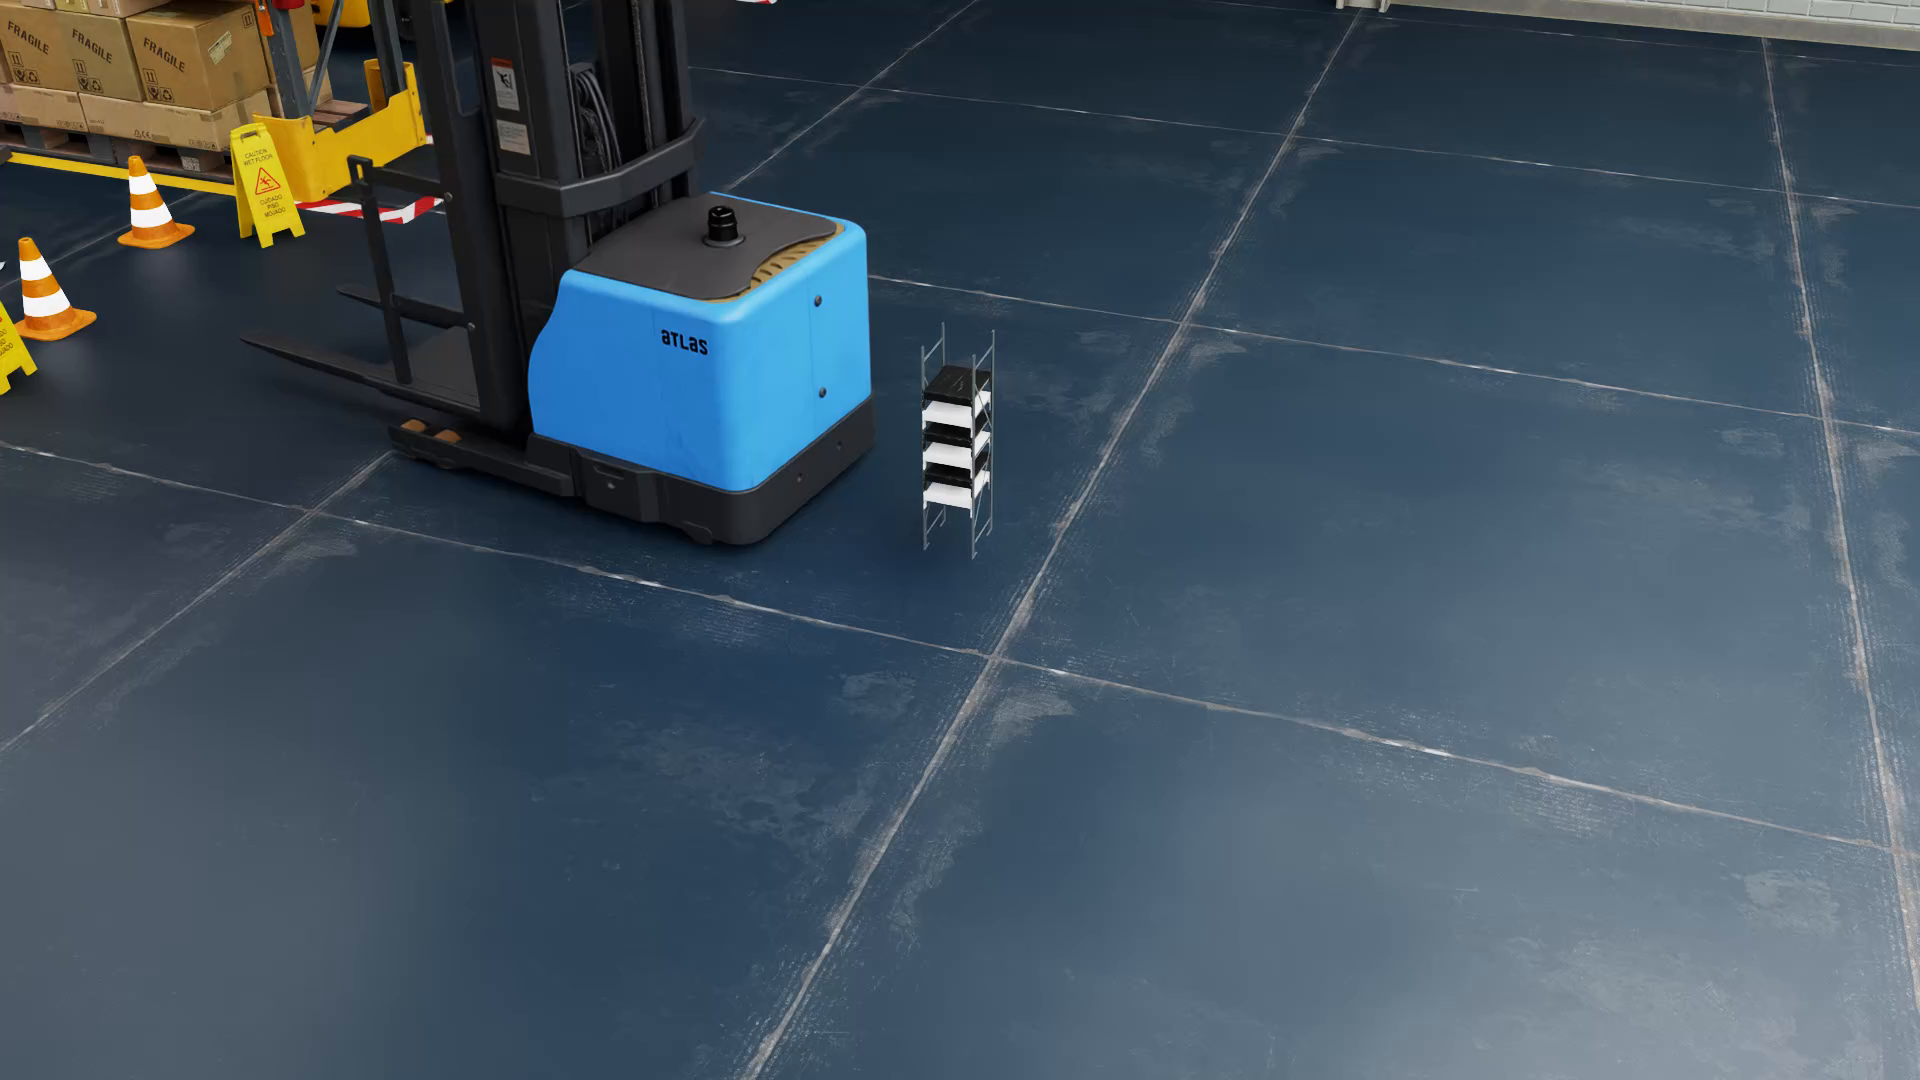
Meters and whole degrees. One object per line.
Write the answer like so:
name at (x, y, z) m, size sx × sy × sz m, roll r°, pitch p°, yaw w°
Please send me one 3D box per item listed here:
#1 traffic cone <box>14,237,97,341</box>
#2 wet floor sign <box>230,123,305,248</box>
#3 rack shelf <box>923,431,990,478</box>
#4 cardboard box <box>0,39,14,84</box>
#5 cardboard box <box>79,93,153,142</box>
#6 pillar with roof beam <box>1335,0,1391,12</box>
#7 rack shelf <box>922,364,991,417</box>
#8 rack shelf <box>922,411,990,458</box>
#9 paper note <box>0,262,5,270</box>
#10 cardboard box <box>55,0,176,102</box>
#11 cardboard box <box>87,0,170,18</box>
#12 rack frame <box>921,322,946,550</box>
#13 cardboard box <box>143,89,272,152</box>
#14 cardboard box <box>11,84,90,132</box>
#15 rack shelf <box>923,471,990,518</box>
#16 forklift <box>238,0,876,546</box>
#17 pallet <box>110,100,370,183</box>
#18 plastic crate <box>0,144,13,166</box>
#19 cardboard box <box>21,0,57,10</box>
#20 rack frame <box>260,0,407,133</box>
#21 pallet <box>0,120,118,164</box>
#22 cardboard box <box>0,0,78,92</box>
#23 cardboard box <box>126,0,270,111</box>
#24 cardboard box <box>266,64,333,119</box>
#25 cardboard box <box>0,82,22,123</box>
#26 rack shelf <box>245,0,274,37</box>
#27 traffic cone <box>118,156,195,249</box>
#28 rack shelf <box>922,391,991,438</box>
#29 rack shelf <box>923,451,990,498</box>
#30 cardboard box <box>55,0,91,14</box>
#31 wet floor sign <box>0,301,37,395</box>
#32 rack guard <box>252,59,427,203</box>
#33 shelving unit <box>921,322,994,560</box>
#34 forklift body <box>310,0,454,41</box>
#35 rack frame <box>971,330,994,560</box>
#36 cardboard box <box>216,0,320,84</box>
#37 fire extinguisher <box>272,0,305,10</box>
traffic cone at (-4.601, -1.287, 8.316) m, size 0.334 × 0.463 × 0.336 m, roll 11°, pitch 34°, yaw 16°
wet floor sign at (-3.889, -1.991, 9.239) m, size 0.232 × 0.644 × 0.267 m, roll 24°, pitch 40°, yaw 32°
rack shelf at (-0.008, -0.352, 6.526) m, size 0.200 × 0.077 × 0.258 m, roll 11°, pitch 34°, yaw 16°
cardboard box at (-6.013, -3.196, 10.391) m, size 0.500 × 0.500 × 0.500 m, roll 13°, pitch 35°, yaw 19°
cardboard box at (-5.044, -2.692, 10.302) m, size 0.500 × 0.250 × 0.500 m, roll 11°, pitch 34°, yaw 17°
pillar with roof beam at (1.809, -5.908, 7.605) m, size 0.400 × 9.000 × 9.100 m, roll 11°, pitch 34°, yaw 16°
rack shelf at (-0.008, -0.578, 6.380) m, size 0.200 × 0.077 × 0.258 m, roll 11°, pitch 34°, yaw 16°
rack shelf at (-0.008, -0.427, 6.477) m, size 0.200 × 0.077 × 0.258 m, roll 11°, pitch 34°, yaw 16°
paper note at (-5.268, -1.471, 9.000) m, size 0.142 × 0.019 × 0.148 m, roll 0°, pitch 33°, yaw 0°
cardboard box at (-5.042, -3.005, 10.095) m, size 0.500 × 0.500 × 0.500 m, roll 12°, pitch 35°, yaw 18°
cardboard box at (-4.917, -3.217, 9.825) m, size 0.250 × 0.149 × 0.380 m, roll 12°, pitch 35°, yaw 18°
rack frame at (-0.103, -0.398, 6.537) m, size 0.006 × 0.900 × 0.240 m, roll 11°, pitch 34°, yaw 16°
cardboard box at (-4.581, -2.598, 10.156) m, size 0.500 × 0.250 × 0.500 m, roll 11°, pitch 34°, yaw 16°
cardboard box at (-5.538, -2.785, 10.446) m, size 0.500 × 0.250 × 0.500 m, roll 10°, pitch 34°, yaw 15°
rack shelf at (-0.008, -0.200, 6.624) m, size 0.200 × 0.077 × 0.258 m, roll 11°, pitch 34°, yaw 16°
forklift at (-1.911, -1.772, 6.793) m, size 3.031 × 2.935 × 1.130 m, roll 16°, pitch 36°, yaw 24°
pallet at (-4.531, -2.571, 10.537) m, size 1.213 × 0.211 × 1.003 m, roll 11°, pitch 34°, yaw 16°
plastic crate at (-6.271, -2.361, 10.333) m, size 0.583 × 0.080 × 0.402 m, roll 0°, pitch 33°, yaw 0°
cardboard box at (-5.400, -3.313, 9.975) m, size 0.250 × 0.149 × 0.380 m, roll 12°, pitch 35°, yaw 19°
rack frame at (-3.707, -3.561, 9.501) m, size 0.127 × 3.000 × 1.000 m, roll 11°, pitch 34°, yaw 16°
pallet at (-5.676, -2.795, 10.884) m, size 1.213 × 0.211 × 1.003 m, roll 11°, pitch 34°, yaw 16°
cardboard box at (-5.514, -3.101, 10.244) m, size 0.500 × 0.500 × 0.500 m, roll 10°, pitch 34°, yaw 15°
cardboard box at (-4.549, -2.911, 9.950) m, size 0.500 × 0.500 × 0.500 m, roll 11°, pitch 35°, yaw 17°
cardboard box at (-4.373, -2.871, 10.580) m, size 0.500 × 0.250 × 0.500 m, roll 11°, pitch 34°, yaw 16°
cardboard box at (-6.002, -2.881, 10.595) m, size 0.500 × 0.250 × 0.500 m, roll 11°, pitch 34°, yaw 16°
rack shelf at (-5.590, -3.625, 10.263) m, size 4.000 × 0.370 × 1.077 m, roll 11°, pitch 34°, yaw 16°
traffic cone at (-4.547, -1.916, 9.290) m, size 0.334 × 0.463 × 0.336 m, roll 11°, pitch 34°, yaw 16°
rack shelf at (-0.008, -0.503, 6.429) m, size 0.200 × 0.077 × 0.258 m, roll 11°, pitch 34°, yaw 16°
rack shelf at (-0.008, -0.276, 6.575) m, size 0.200 × 0.077 × 0.258 m, roll 11°, pitch 34°, yaw 16°
cardboard box at (-5.153, -3.264, 9.899) m, size 0.250 × 0.149 × 0.380 m, roll 12°, pitch 35°, yaw 17°
wet floor sign at (-4.587, -1.032, 7.753) m, size 0.232 × 0.644 × 0.267 m, roll 5°, pitch 33°, yaw 8°
rack guard at (-3.779, -2.525, 10.200) m, size 0.348 × 0.500 × 1.175 m, roll 11°, pitch 34°, yaw 16°
shelving unit at (-0.008, -0.380, 6.508) m, size 0.210 × 0.900 × 0.258 m, roll 11°, pitch 34°, yaw 16°
forklift body at (-4.436, -5.155, 12.752) m, size 1.214 × 2.155 × 2.313 m, roll 11°, pitch 34°, yaw 16°
rack frame at (0.088, -0.361, 6.479) m, size 0.006 × 0.900 × 0.240 m, roll 11°, pitch 34°, yaw 16°
cardboard box at (-4.396, -3.191, 10.383) m, size 0.500 × 0.500 × 0.500 m, roll 10°, pitch 34°, yaw 15°
fire extinguisher at (-3.755, -3.273, 9.125) m, size 0.183 × 0.674 × 0.296 m, roll 11°, pitch 34°, yaw 16°
